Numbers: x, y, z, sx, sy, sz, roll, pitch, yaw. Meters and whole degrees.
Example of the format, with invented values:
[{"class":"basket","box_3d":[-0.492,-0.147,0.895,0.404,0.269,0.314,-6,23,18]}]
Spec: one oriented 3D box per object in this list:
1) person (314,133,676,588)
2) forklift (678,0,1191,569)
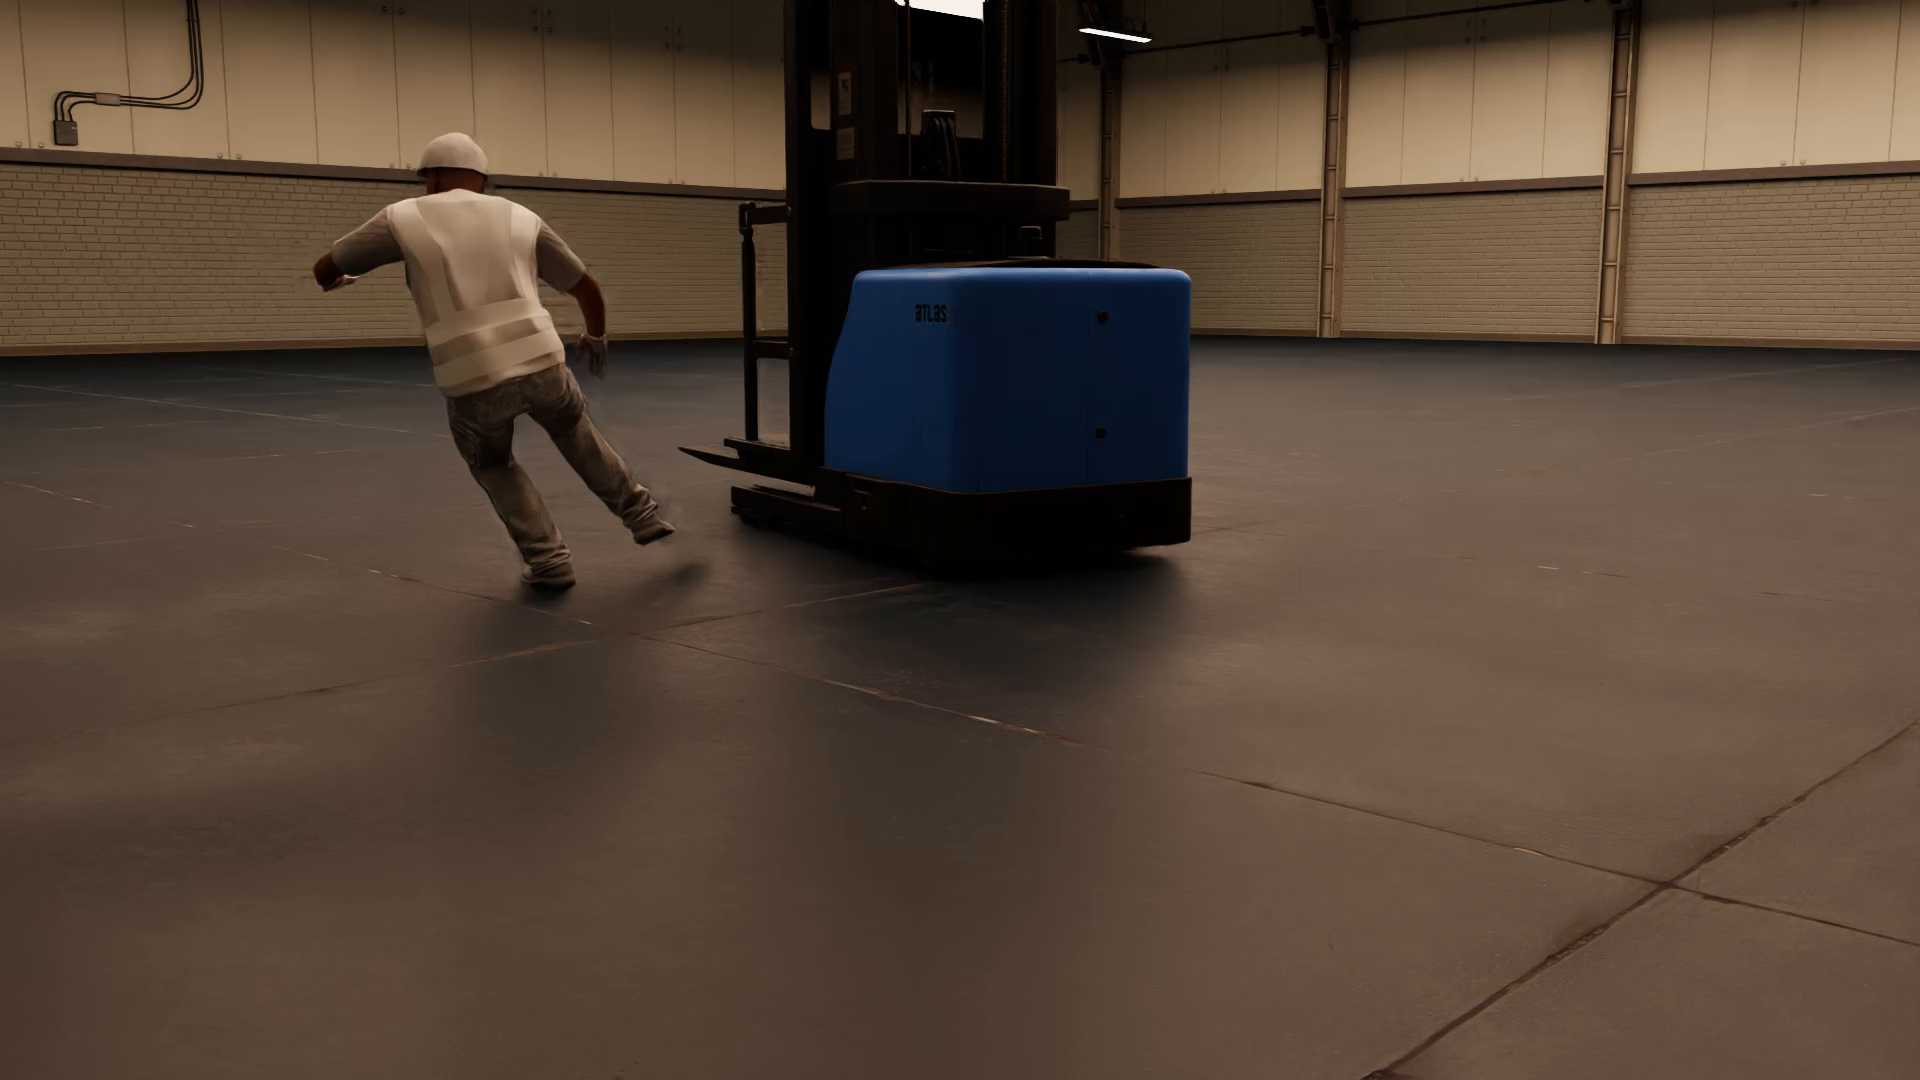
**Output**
[{"class":"person","box_3d":[-1.577,-0.616,5.730,1.171,1.525,0.952,-6,10,-33]},{"class":"forklift","box_3d":[-0.335,-1.527,7.012,1.130,2.935,3.031,-5,10,-31]}]
